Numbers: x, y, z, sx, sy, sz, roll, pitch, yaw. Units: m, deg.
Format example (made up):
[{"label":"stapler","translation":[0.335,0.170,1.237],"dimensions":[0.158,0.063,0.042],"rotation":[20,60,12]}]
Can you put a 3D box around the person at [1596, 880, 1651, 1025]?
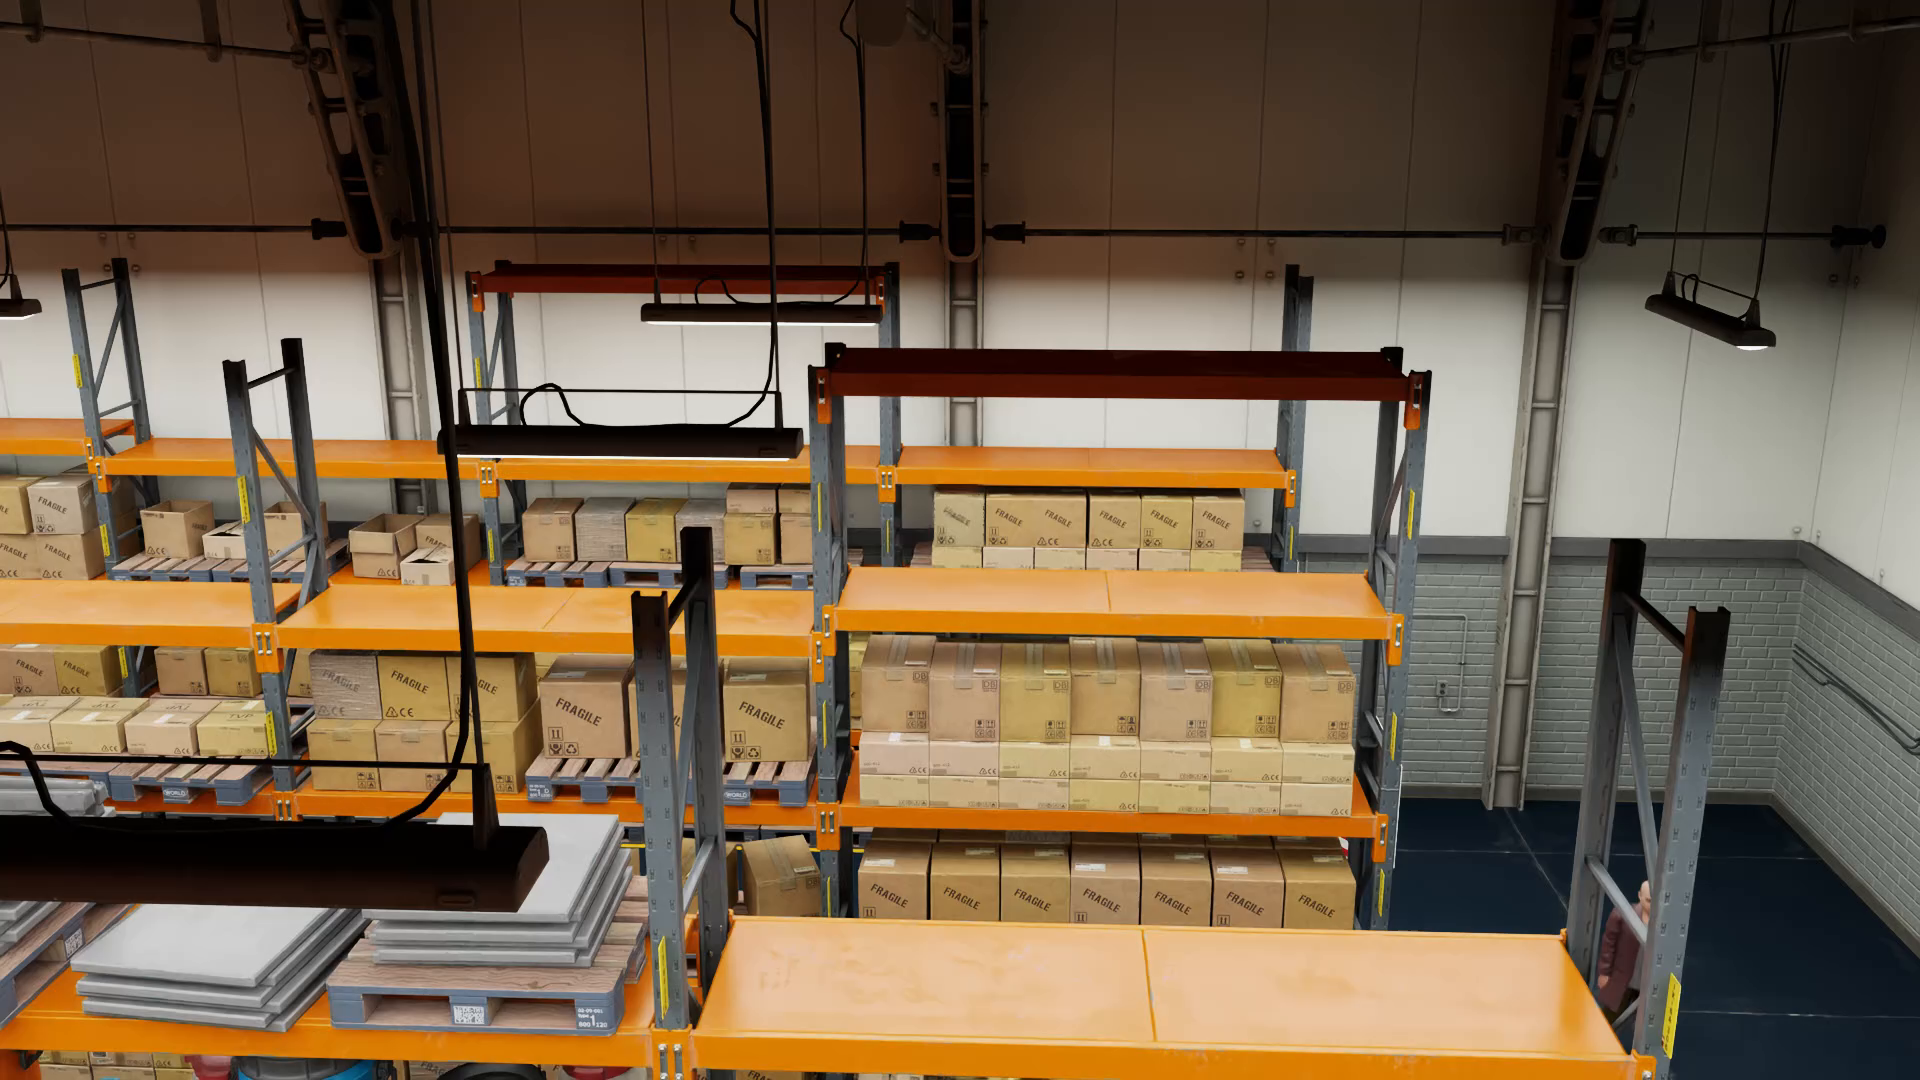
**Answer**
[{"label":"person","translation":[5.420,3.508,13.295],"dimensions":[0.644,1.767,0.803],"rotation":[3,16,12]}]
